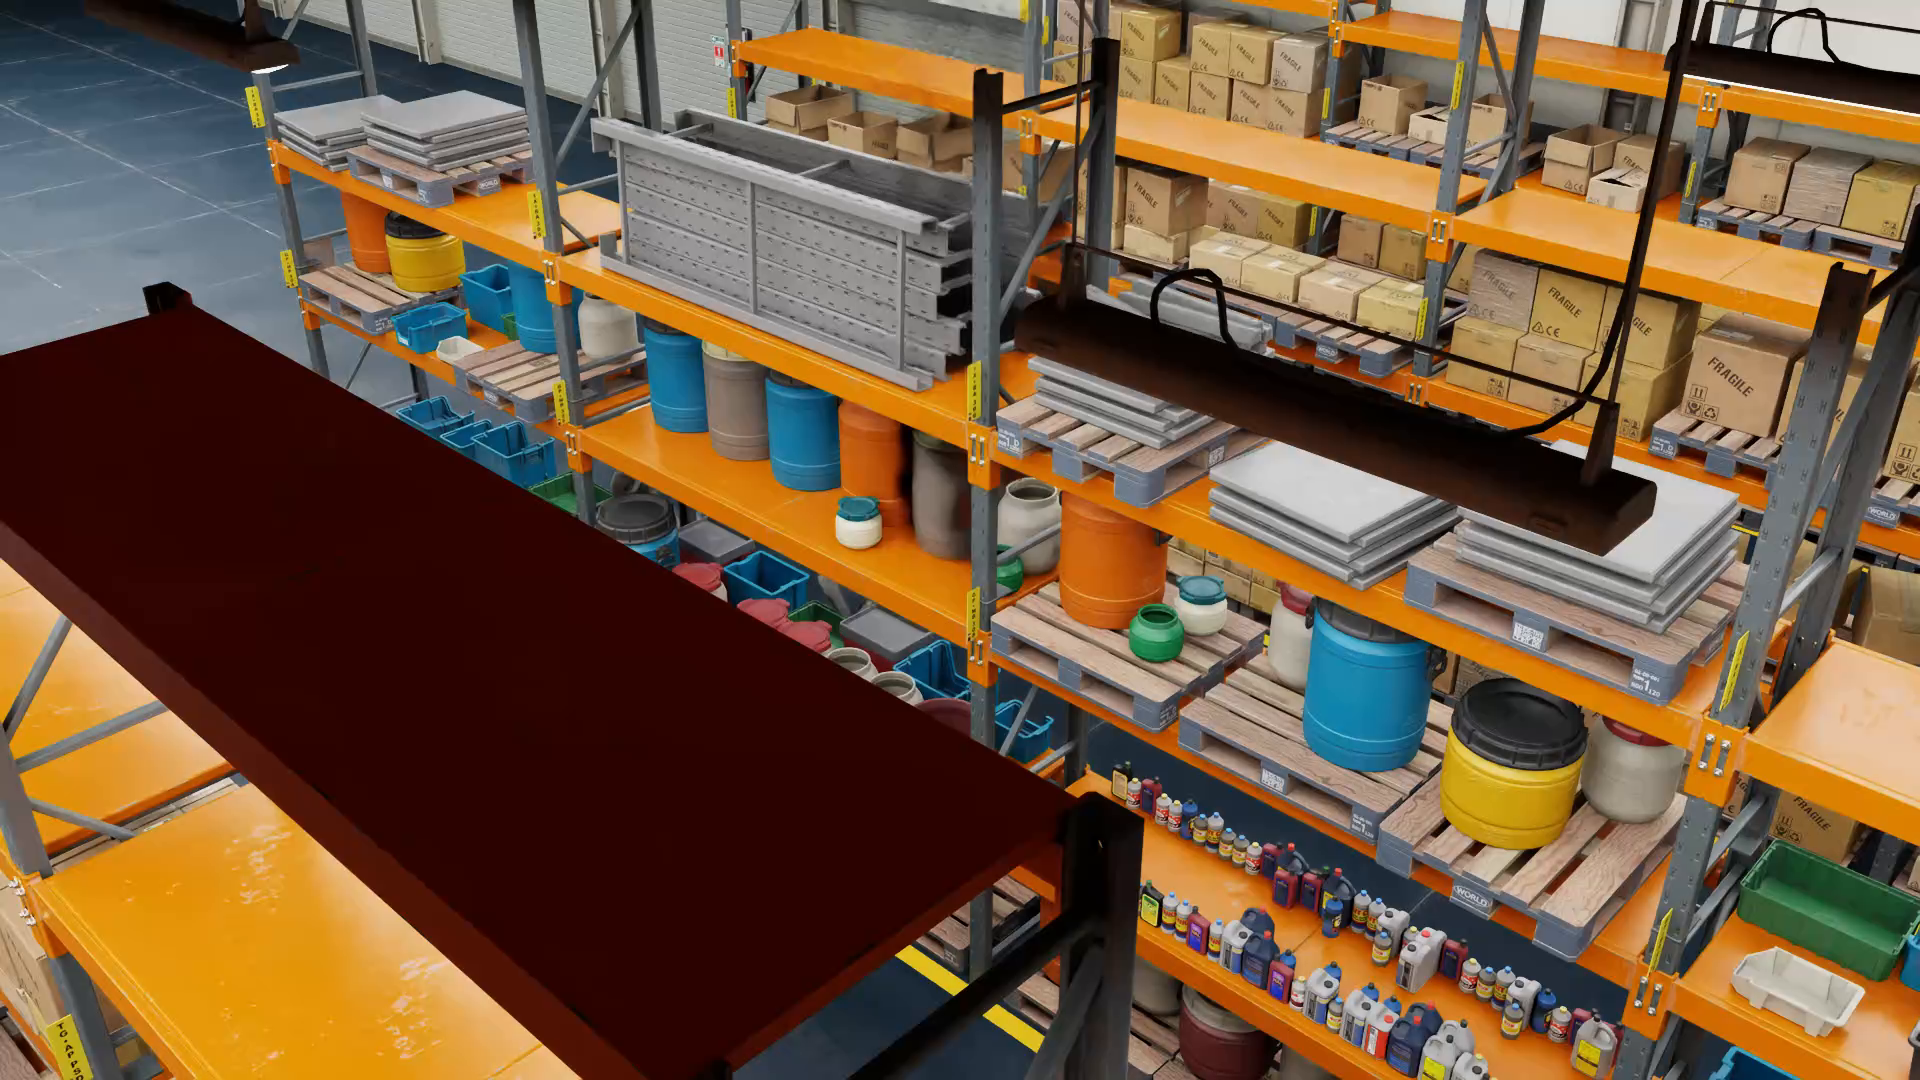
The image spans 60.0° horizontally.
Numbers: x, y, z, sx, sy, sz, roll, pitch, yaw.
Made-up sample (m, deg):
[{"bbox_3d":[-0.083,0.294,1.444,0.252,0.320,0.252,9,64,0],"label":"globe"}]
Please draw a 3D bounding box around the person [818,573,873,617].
[{"bbox_3d":[-1.030,0.028,14.529,0.558,1.662,0.564,24,37,35],"label":"person"}]

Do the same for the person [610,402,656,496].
[{"bbox_3d":[-3.088,-0.795,15.872,0.631,1.739,0.699,12,32,21],"label":"person"}]
